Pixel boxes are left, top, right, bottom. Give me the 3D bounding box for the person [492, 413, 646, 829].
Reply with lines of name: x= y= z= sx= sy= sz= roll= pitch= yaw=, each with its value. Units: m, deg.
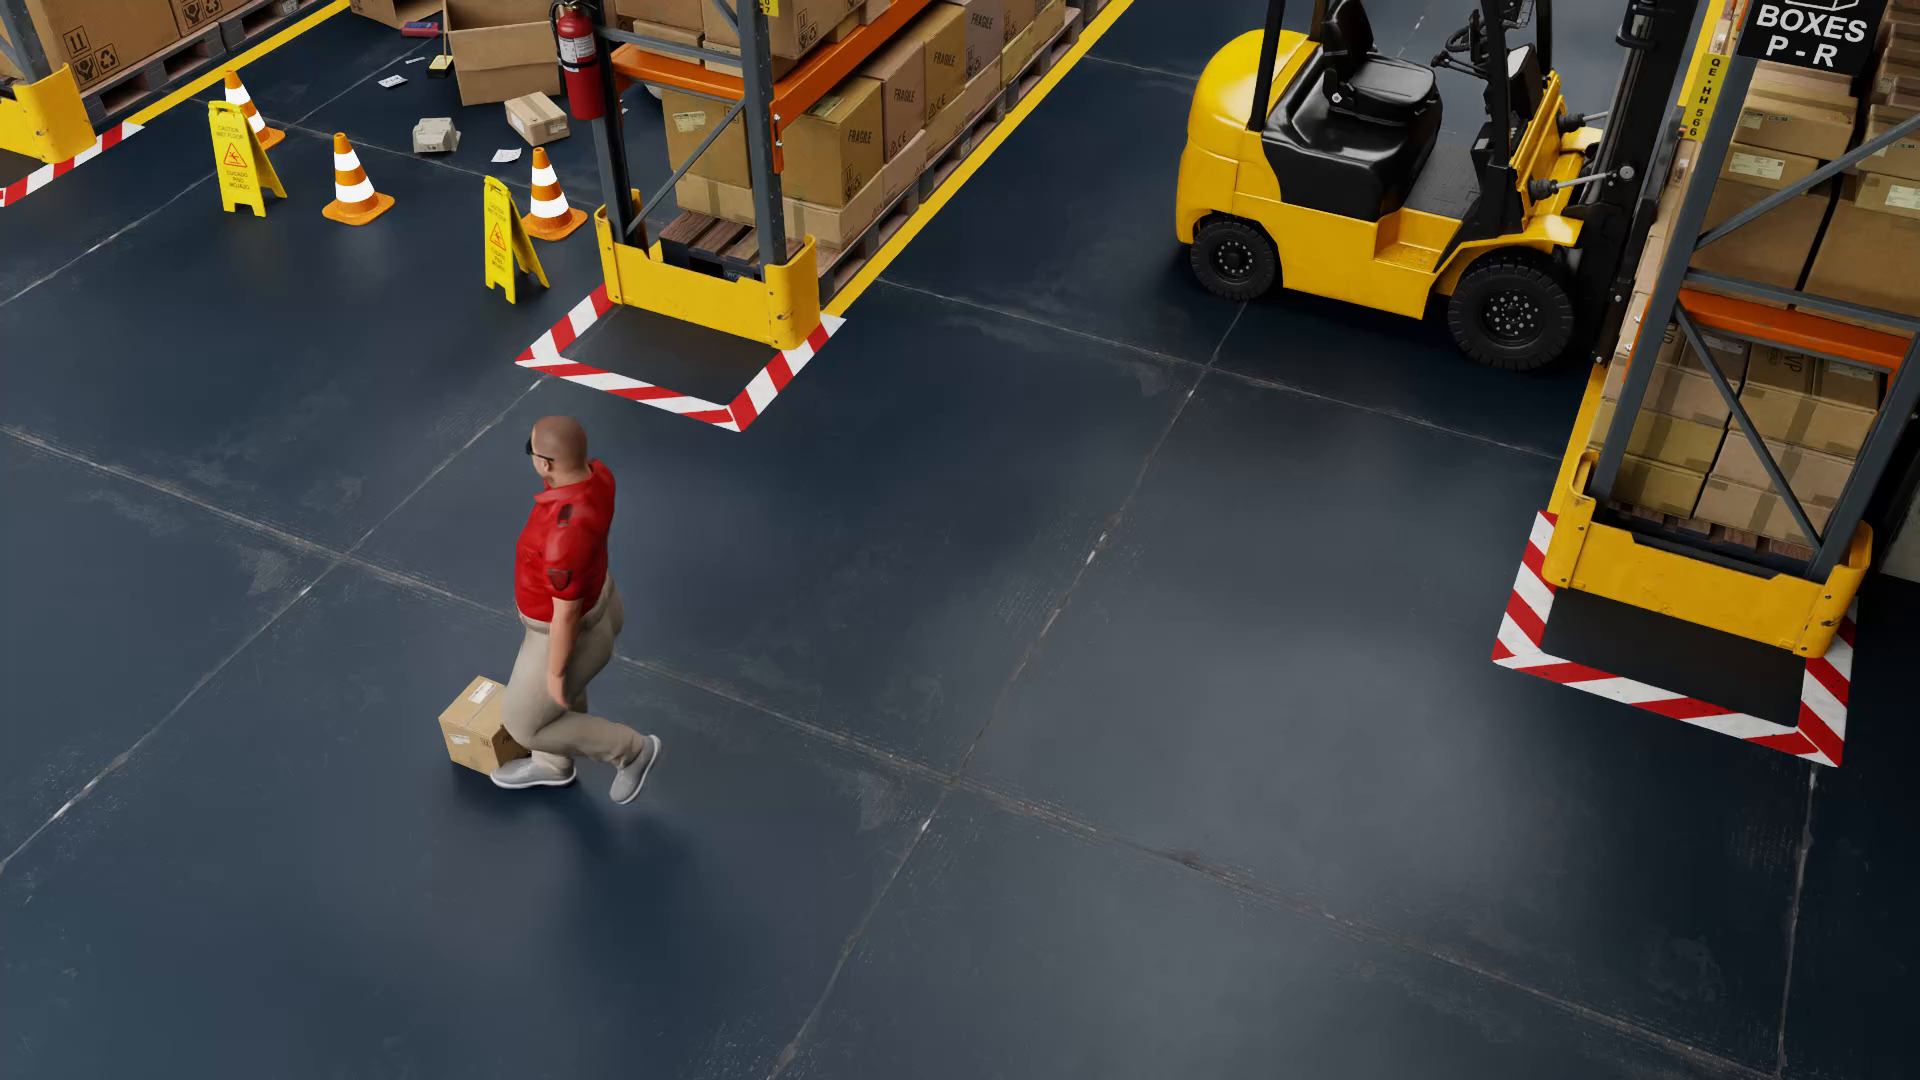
person: x=-1.475 y=0.300 z=5.826 sx=0.605 sy=1.721 sz=0.624 roll=5 pitch=42 yaw=6
